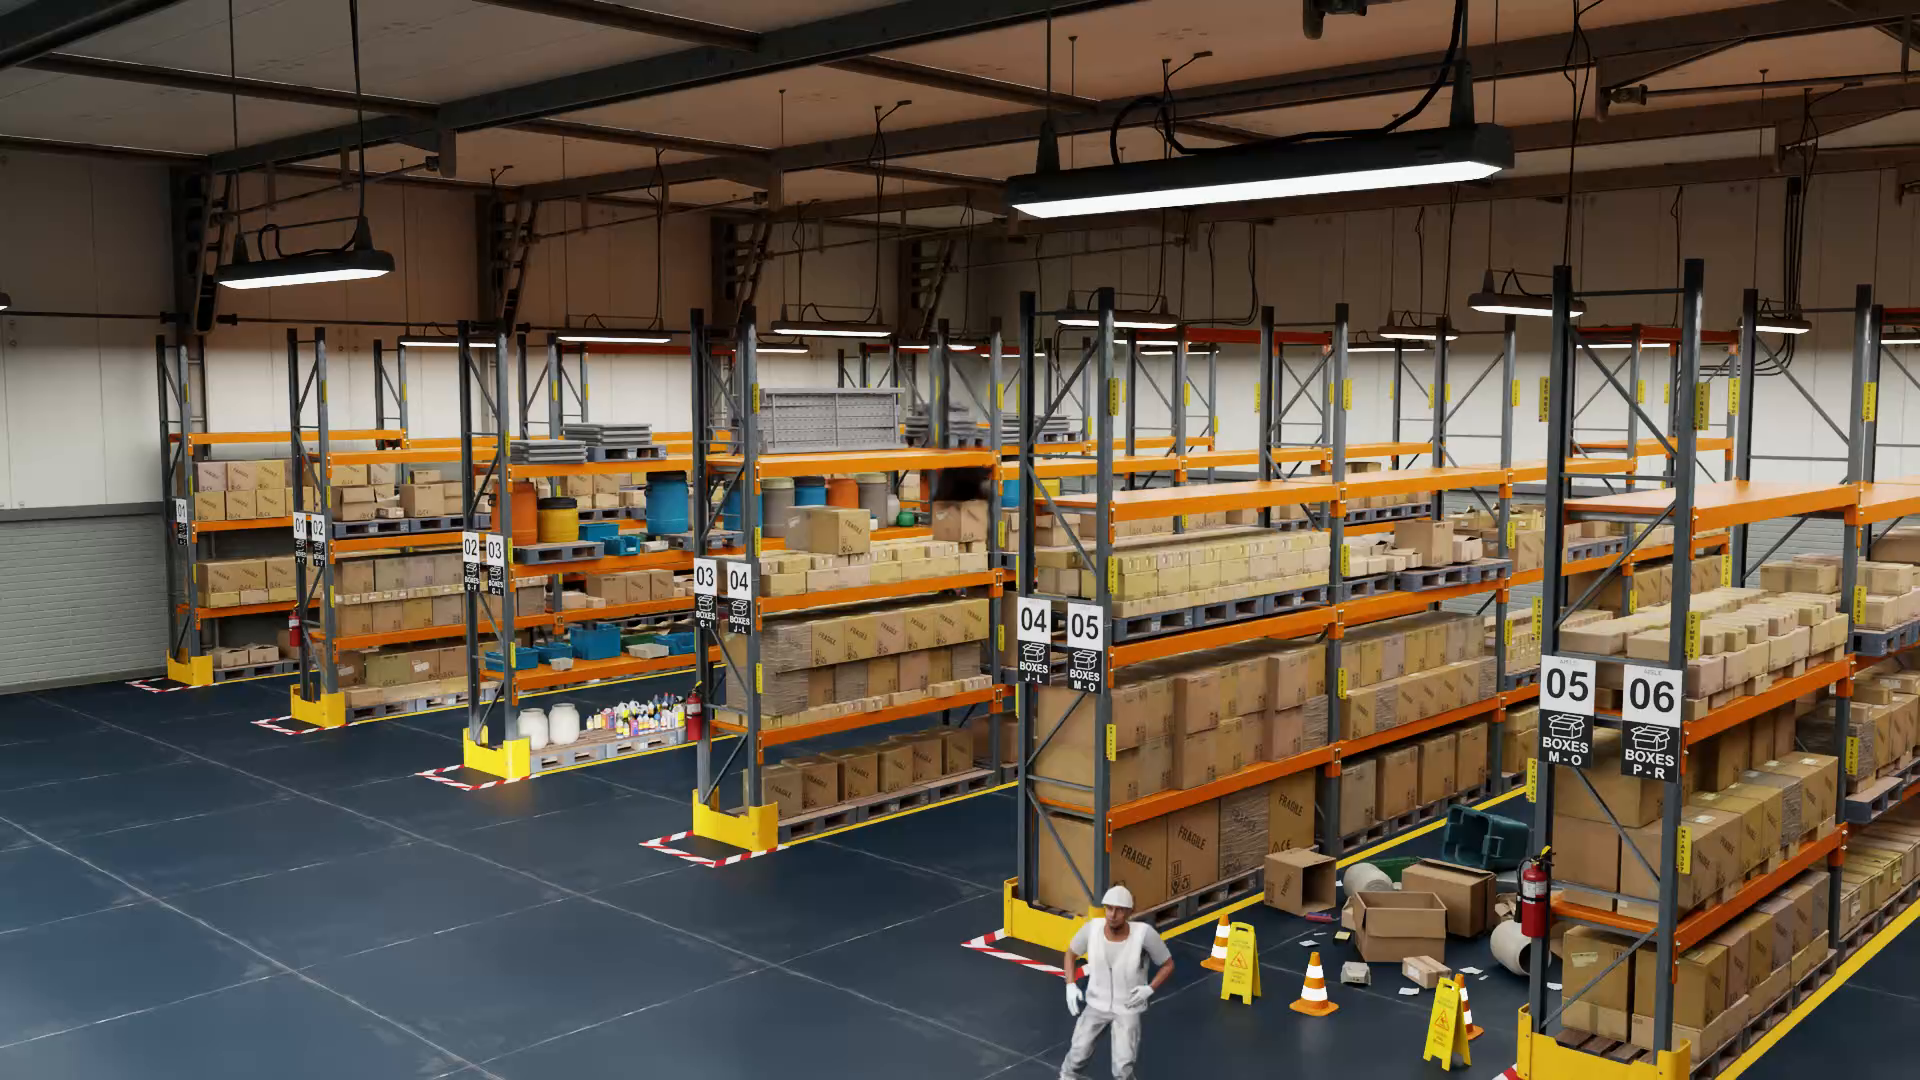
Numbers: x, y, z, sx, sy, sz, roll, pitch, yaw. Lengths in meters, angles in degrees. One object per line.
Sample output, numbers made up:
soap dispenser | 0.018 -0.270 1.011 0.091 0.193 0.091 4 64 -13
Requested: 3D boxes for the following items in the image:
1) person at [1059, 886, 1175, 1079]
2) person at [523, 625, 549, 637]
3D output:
person | 1.034 3.240 11.504 0.892 1.777 0.707 2 6 16
person | -8.003 1.411 31.241 0.529 1.594 0.870 3 6 27
